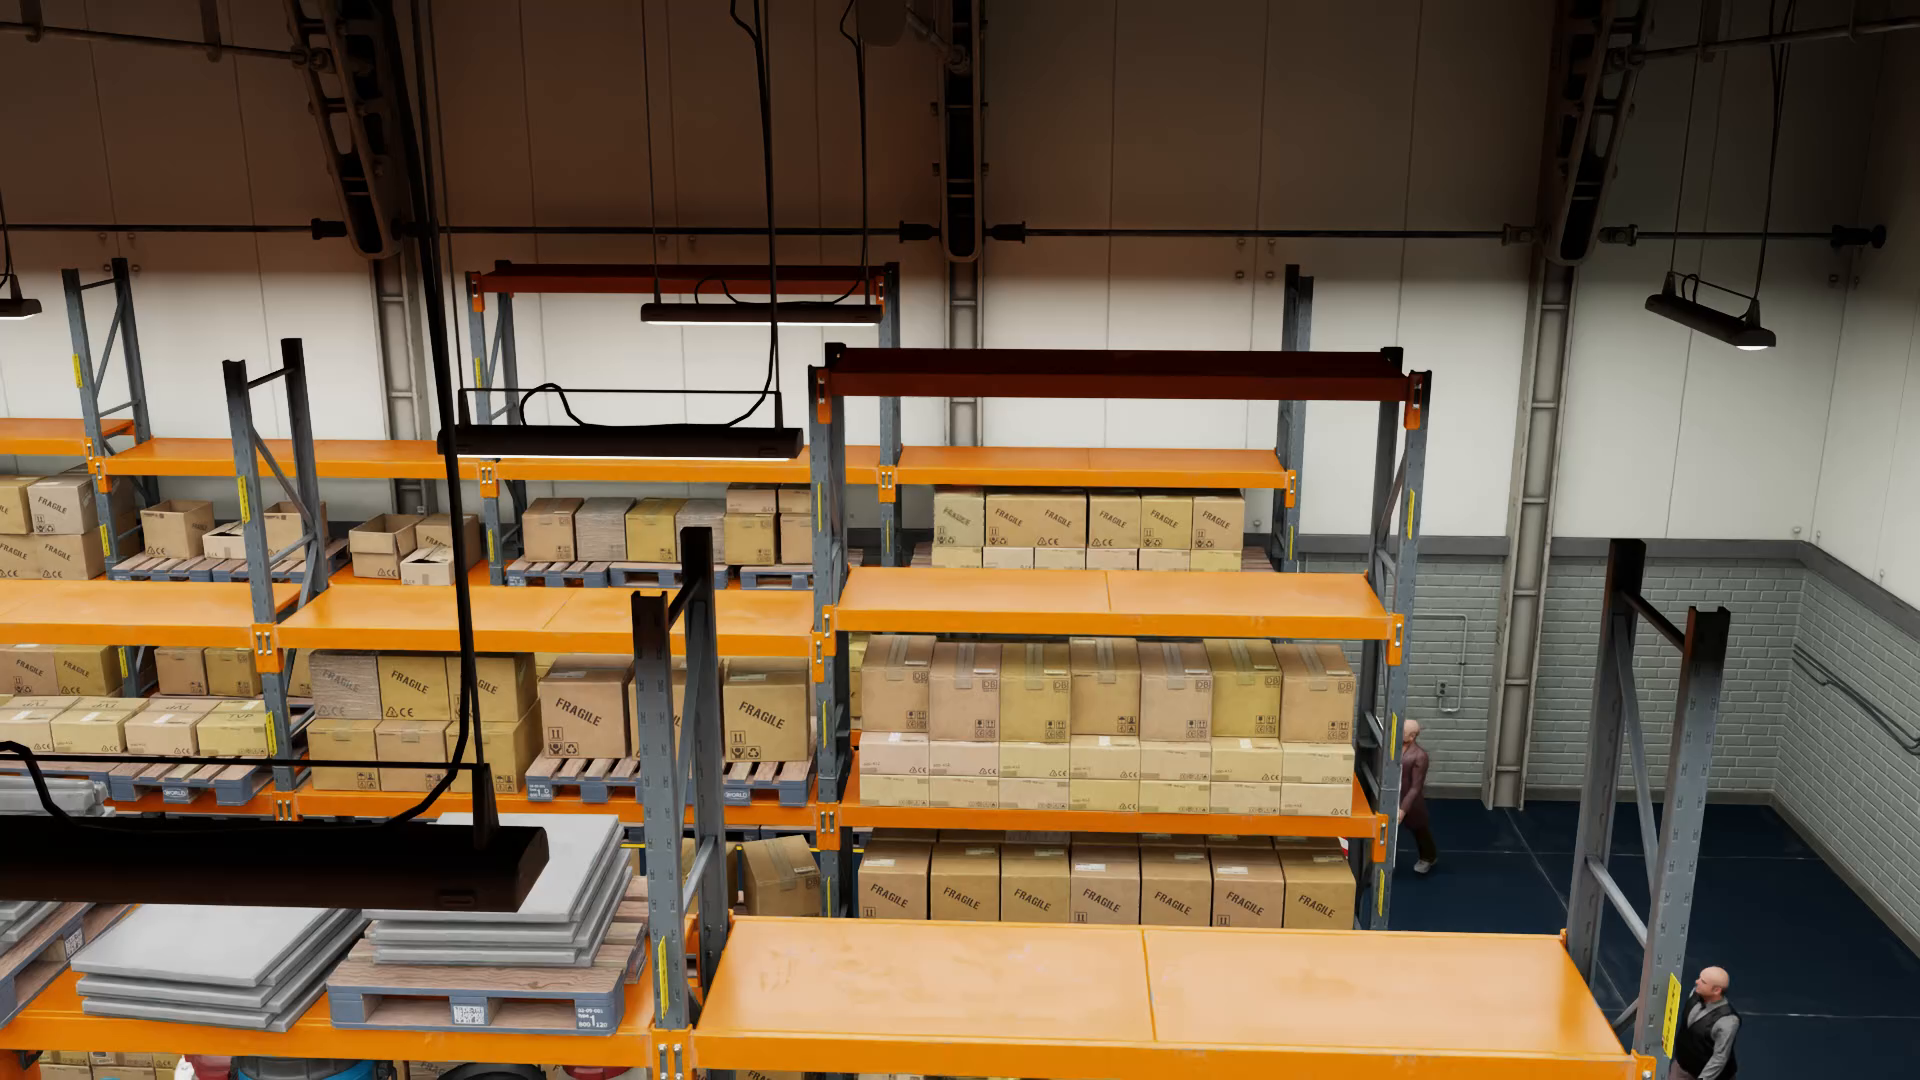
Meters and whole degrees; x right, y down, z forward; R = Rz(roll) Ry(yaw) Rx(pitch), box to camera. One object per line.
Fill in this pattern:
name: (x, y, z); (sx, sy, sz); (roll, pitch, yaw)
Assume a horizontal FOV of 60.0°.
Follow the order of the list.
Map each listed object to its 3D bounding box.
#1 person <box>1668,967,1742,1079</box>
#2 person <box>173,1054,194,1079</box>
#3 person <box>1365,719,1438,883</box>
person: (5.433, 3.874, 12.189); (1.102, 1.654, 0.516); (-8, 18, -25)
person: (-5.270, 4.083, 11.581); (0.477, 1.661, 0.538); (4, 17, 13)
person: (4.371, 2.581, 16.525); (1.175, 1.703, 0.582); (-12, 20, -36)
